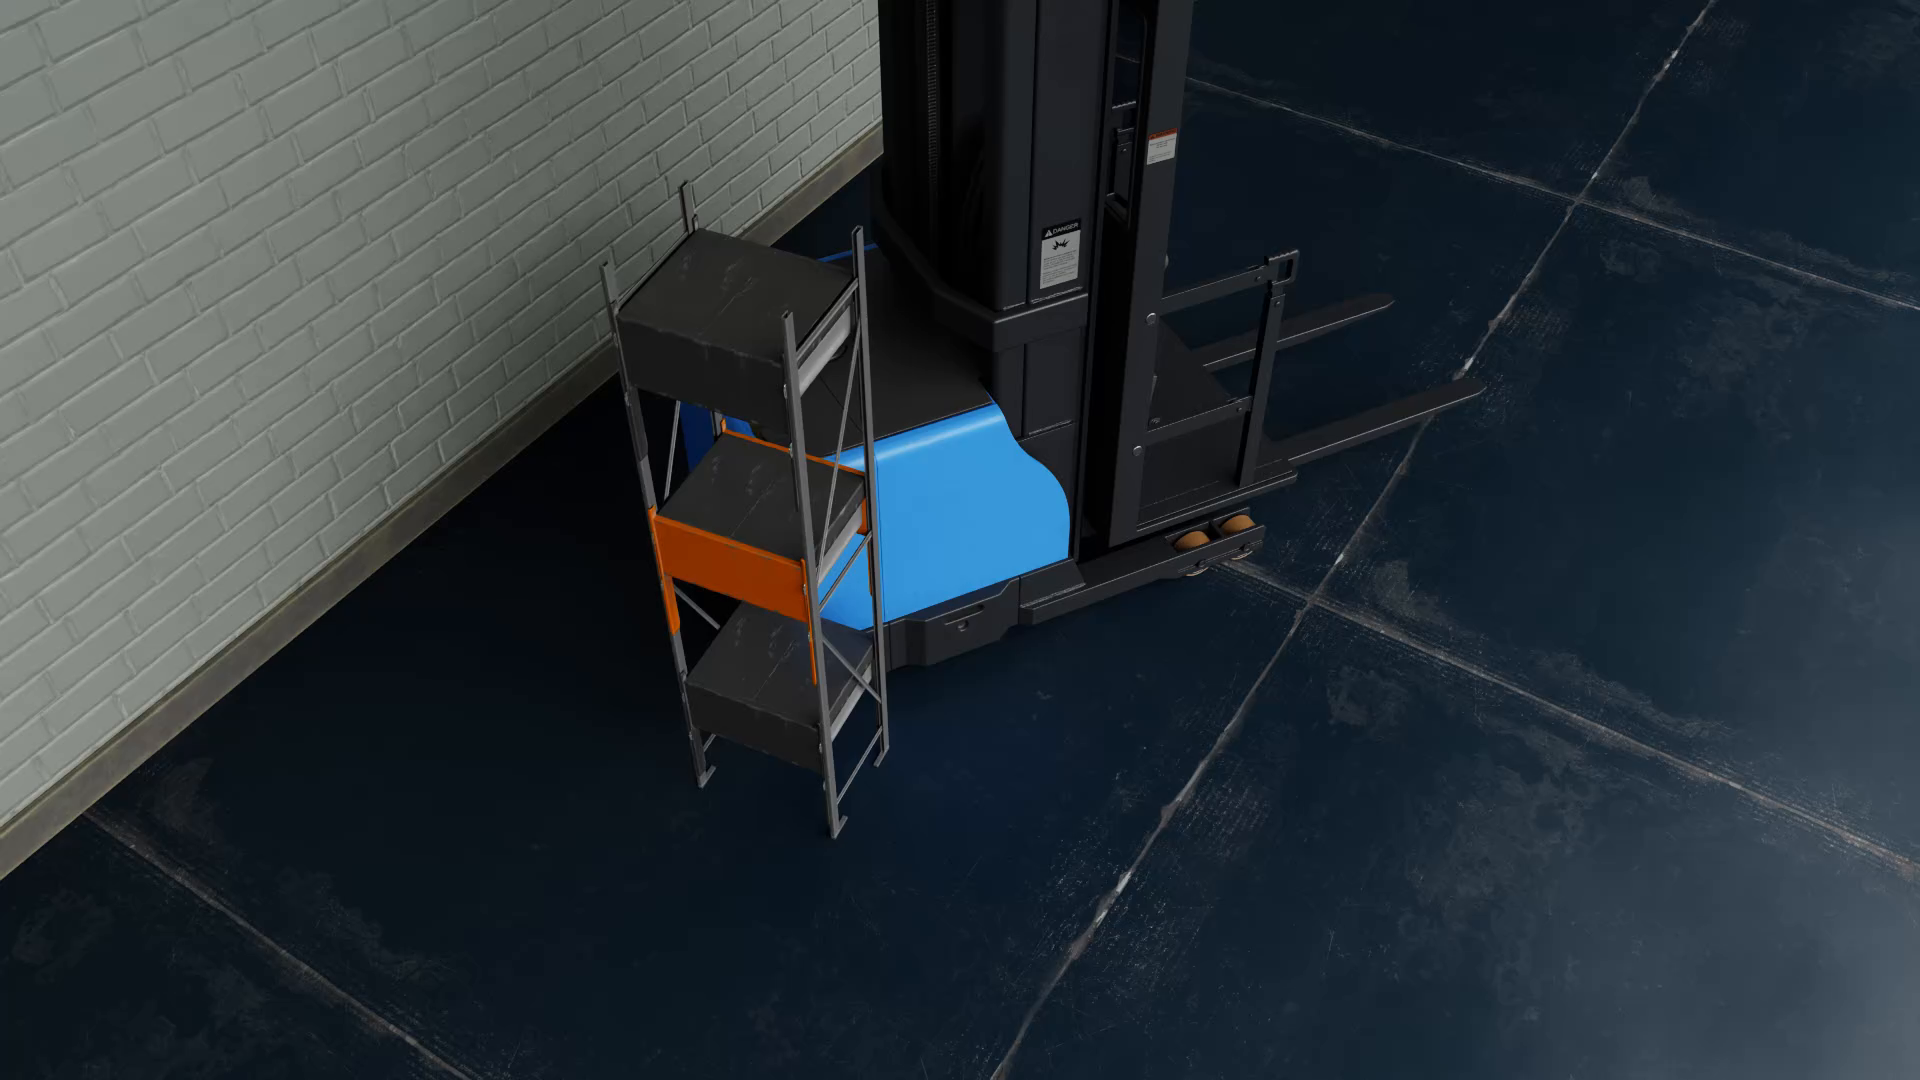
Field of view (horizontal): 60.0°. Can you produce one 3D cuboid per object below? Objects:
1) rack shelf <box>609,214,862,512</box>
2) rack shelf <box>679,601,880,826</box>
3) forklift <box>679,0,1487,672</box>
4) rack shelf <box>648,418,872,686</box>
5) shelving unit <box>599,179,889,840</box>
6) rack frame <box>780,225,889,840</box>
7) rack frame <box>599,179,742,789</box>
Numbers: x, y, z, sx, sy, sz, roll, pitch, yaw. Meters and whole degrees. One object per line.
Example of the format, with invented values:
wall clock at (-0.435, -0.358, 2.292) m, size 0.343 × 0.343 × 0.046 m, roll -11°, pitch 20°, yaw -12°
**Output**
rack shelf at (-0.548, -0.456, 4.272) m, size 0.480 × 0.518 × 0.431 m, roll 18°, pitch 48°, yaw 16°
rack shelf at (-0.548, 0.520, 5.276) m, size 0.480 × 0.518 × 0.431 m, roll 18°, pitch 48°, yaw 16°
forklift at (0.562, -1.214, 5.386) m, size 3.031 × 2.935 × 1.130 m, roll -19°, pitch 49°, yaw -18°
rack shelf at (-0.548, 0.032, 4.774) m, size 0.480 × 0.518 × 0.431 m, roll 18°, pitch 48°, yaw 16°
shelving unit at (-0.548, 0.023, 4.764) m, size 0.503 × 2.100 × 0.431 m, roll 18°, pitch 48°, yaw 16°
rack frame at (-0.325, 0.094, 4.695) m, size 0.015 × 2.100 × 0.400 m, roll 18°, pitch 48°, yaw 16°
rack frame at (-0.771, -0.048, 4.833) m, size 0.015 × 2.100 × 0.400 m, roll 18°, pitch 48°, yaw 16°
